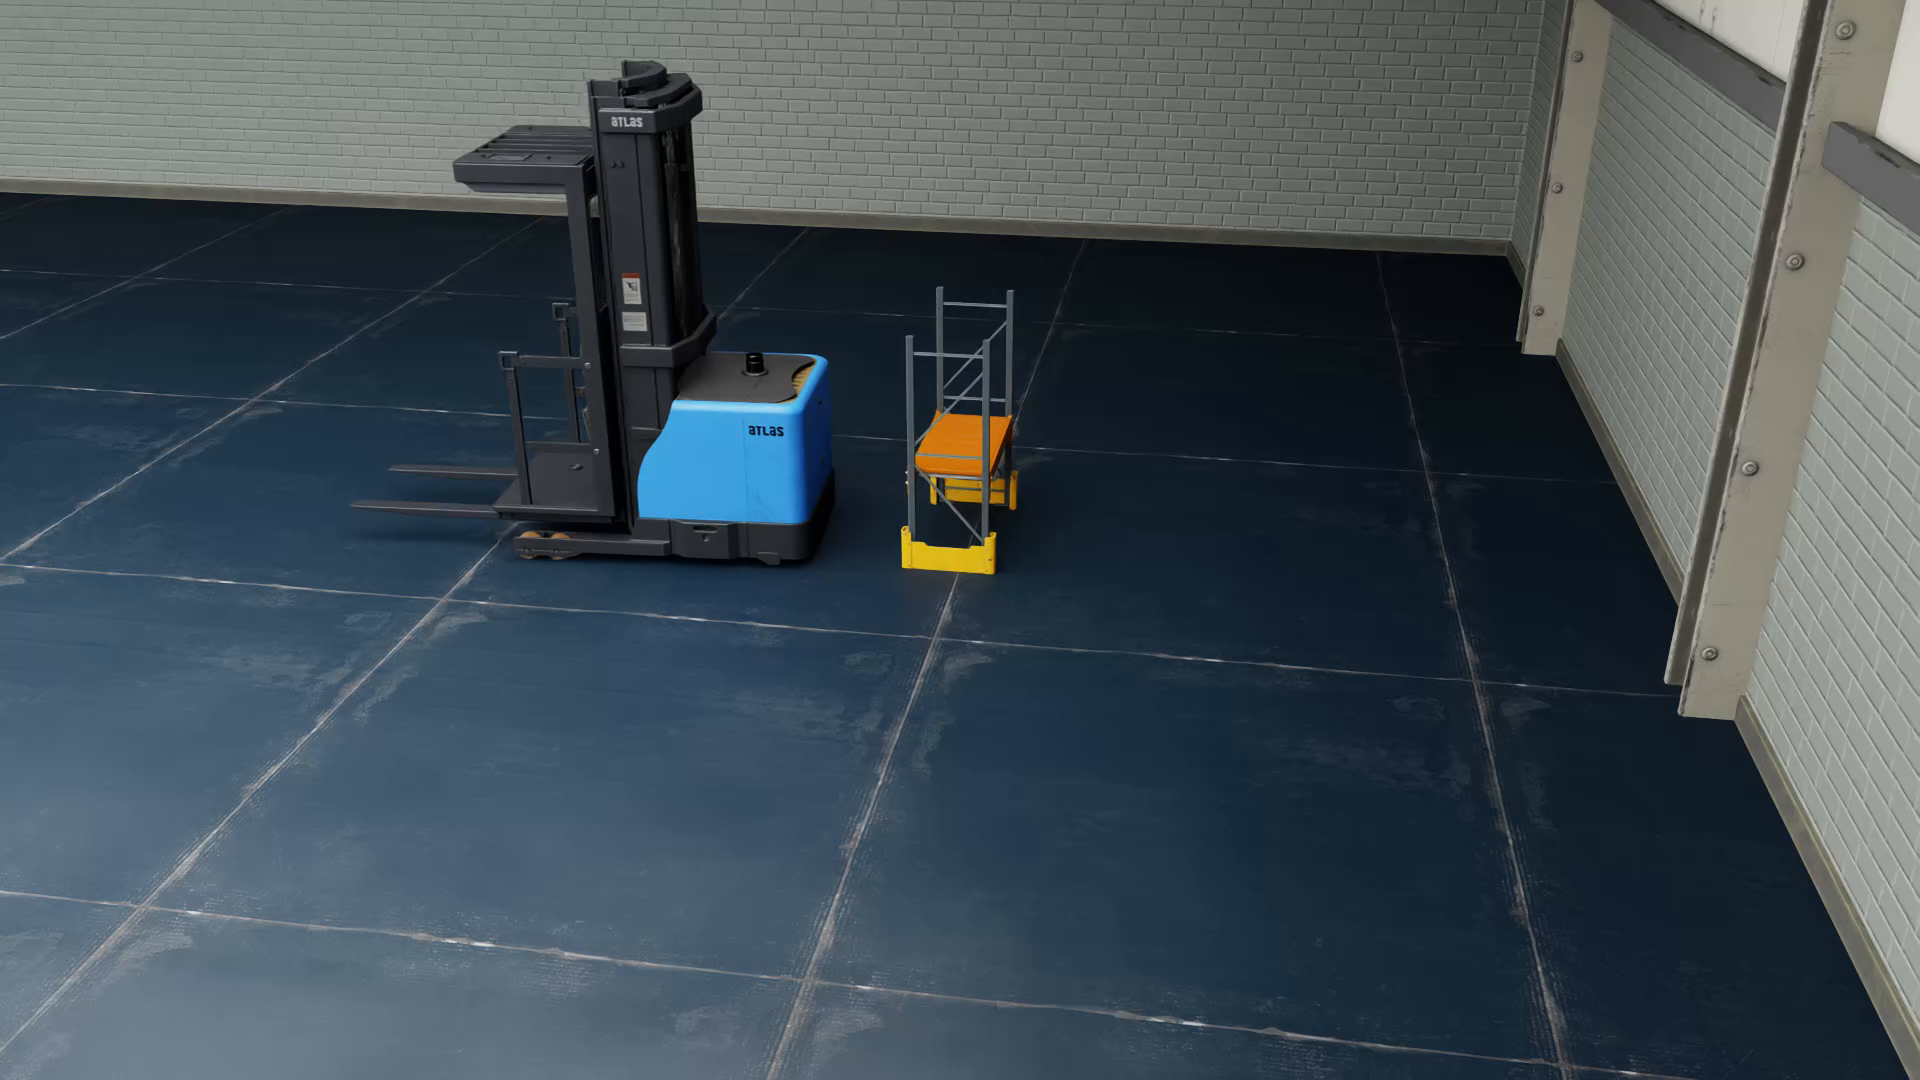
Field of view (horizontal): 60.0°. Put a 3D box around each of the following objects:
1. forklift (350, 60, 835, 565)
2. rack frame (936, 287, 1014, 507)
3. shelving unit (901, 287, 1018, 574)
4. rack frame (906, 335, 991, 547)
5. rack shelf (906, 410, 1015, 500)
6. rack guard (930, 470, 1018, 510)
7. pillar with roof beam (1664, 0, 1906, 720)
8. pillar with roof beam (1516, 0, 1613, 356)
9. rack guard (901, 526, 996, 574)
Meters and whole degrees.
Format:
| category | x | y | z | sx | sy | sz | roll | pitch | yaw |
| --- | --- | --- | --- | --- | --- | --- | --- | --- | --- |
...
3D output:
| category | x | y | z | sx | sy | sz | roll | pitch | yaw |
| --- | --- | --- | --- | --- | --- | --- | --- | --- | --- |
| forklift | -2.387 | -1.421 | 10.329 | 3.031 | 2.935 | 1.130 | 2 | 25 | 5 |
| rack frame | 0.097 | -0.928 | 10.962 | 0.500 | 1.500 | 0.032 | 4 | 25 | 9 |
| shelving unit | 0.012 | -0.711 | 10.500 | 0.587 | 1.500 | 1.083 | 4 | 25 | 9 |
| rack frame | -0.069 | -0.502 | 10.054 | 0.500 | 1.500 | 0.032 | 4 | 25 | 9 |
| rack shelf | 0.014 | -0.552 | 10.585 | 0.538 | 0.185 | 1.000 | 4 | 25 | 9 |
| rack guard | 0.094 | -0.353 | 11.210 | 0.587 | 0.250 | 0.087 | 4 | 25 | 9 |
| pillar with roof beam | -0.267 | -3.519 | 7.653 | 9.100 | 9.000 | 0.400 | 4 | 25 | 9 |
| pillar with roof beam | 0.713 | -6.028 | 13.014 | 9.100 | 9.000 | 0.400 | 4 | 25 | 9 |
| rack guard | -0.069 | 0.063 | 10.320 | 0.587 | 0.250 | 0.087 | 4 | 25 | 9 |
